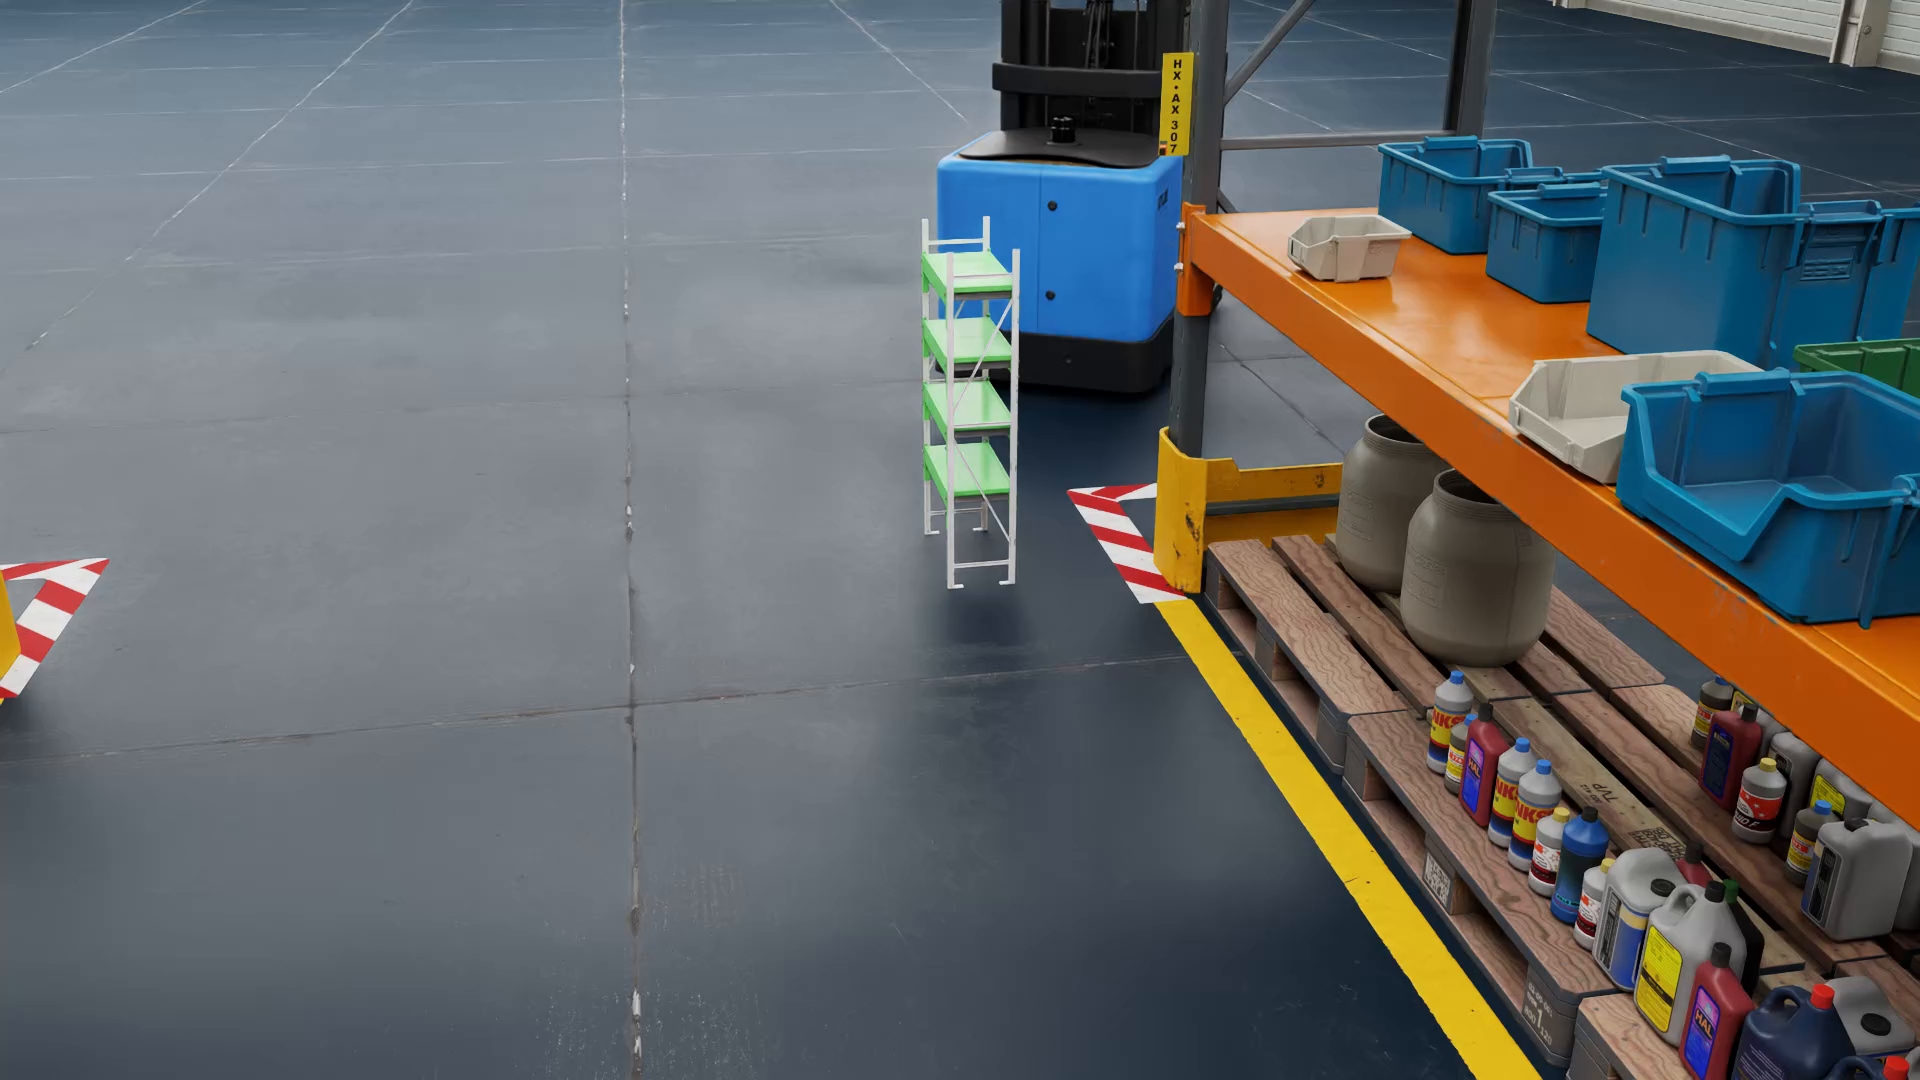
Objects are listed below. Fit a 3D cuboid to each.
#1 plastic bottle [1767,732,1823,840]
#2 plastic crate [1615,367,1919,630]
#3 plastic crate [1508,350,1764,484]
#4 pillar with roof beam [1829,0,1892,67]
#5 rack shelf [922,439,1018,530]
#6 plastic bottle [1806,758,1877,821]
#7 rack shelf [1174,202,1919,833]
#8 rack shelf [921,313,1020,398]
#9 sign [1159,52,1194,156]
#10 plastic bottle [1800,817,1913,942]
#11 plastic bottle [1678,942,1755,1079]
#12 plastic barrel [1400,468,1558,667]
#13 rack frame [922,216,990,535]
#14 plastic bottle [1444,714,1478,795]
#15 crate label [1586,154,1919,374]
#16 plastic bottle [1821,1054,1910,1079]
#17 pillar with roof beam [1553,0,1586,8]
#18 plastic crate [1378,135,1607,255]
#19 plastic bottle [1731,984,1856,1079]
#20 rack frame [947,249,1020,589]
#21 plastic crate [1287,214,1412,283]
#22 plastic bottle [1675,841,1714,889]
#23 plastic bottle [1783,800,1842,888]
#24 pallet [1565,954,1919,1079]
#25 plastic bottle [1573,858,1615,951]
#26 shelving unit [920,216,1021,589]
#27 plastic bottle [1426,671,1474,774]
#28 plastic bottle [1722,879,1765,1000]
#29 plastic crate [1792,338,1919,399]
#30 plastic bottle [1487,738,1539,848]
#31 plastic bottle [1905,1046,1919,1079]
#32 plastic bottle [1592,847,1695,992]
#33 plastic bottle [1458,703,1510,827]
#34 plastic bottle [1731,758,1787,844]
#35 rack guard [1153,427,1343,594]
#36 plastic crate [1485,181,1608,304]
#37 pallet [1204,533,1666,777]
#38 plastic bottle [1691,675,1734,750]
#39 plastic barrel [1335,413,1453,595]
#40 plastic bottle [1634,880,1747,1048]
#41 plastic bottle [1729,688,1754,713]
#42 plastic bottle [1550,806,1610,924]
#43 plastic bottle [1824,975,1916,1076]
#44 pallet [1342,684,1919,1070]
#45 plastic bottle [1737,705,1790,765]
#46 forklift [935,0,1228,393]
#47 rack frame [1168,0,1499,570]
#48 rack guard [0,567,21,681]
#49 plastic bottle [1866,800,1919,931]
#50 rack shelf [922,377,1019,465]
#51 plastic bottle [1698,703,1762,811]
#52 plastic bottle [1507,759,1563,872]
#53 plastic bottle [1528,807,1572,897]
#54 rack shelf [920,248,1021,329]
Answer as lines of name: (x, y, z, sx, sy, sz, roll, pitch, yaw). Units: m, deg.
plastic bottle: (2.056, 0.572, 4.046, 0.152, 0.276, 0.135, -5, 24, -11)
plastic crate: (1.509, -0.094, 2.903, 0.499, 0.251, 0.616, -4, 24, -10)
plastic crate: (1.431, -0.246, 3.395, 0.530, 0.136, 0.437, -4, 24, -10)
pillar with roof beam: (5.506, -8.993, 15.597, 9.100, 9.000, 0.400, -4, 24, -10)
rack shelf: (0.031, -0.206, 5.982, 0.258, 0.148, 0.480, -4, 24, -10)
plastic bottle: (2.091, 0.603, 3.883, 0.144, 0.351, 0.185, -3, 24, -8)
rack shelf: (1.610, -0.204, 3.868, 1.077, 0.370, 4.000, -4, 24, -10)
rack shelf: (0.031, -0.646, 5.790, 0.258, 0.148, 0.480, -4, 24, -10)
sign: (0.699, -1.408, 5.381, 0.100, 0.325, 0.005, -4, 24, -10)
plastic bottle: (1.984, 0.731, 3.682, 0.152, 0.276, 0.135, -4, 24, -10)
plastic bottle: (1.471, 0.928, 3.222, 0.061, 0.283, 0.133, -3, 24, -6)
plastic barrel: (1.530, 0.078, 4.908, 0.421, 0.512, 0.421, 0, 24, 0)
rack frame: (-0.015, -0.581, 6.081, 0.240, 1.200, 0.015, -4, 24, -10)
plastic bottle: (1.289, 0.537, 4.218, 0.097, 0.201, 0.097, 0, 24, 0)
crate label: (1.847, -0.633, 3.906, 0.502, 0.435, 0.616, -4, 24, -10)
plastic bottle: (1.578, 1.033, 2.896, 0.144, 0.351, 0.185, -5, 24, -11)
pillar with roof beam: (4.397, -11.353, 21.001, 9.100, 9.000, 0.400, -4, 24, -10)
plastic crate: (1.627, -1.077, 5.155, 0.499, 0.251, 0.616, -4, 24, -10)
plastic bottle: (1.542, 0.958, 3.069, 0.144, 0.351, 0.185, -6, 24, -12)
rack frame: (0.076, -0.389, 5.641, 0.240, 1.200, 0.015, -4, 24, -10)
plastic crate: (1.090, -0.824, 4.718, 0.298, 0.136, 0.250, -4, 24, -10)
plastic bottle: (1.561, 0.789, 3.539, 0.061, 0.283, 0.133, -4, 24, -10)
plastic bottle: (1.980, 0.697, 3.853, 0.097, 0.201, 0.097, 0, 24, 0)
pallet: (1.897, 1.264, 3.093, 1.003, 0.211, 1.213, -4, 24, -10)
plastic bottle: (1.408, 0.791, 3.638, 0.097, 0.201, 0.097, 0, 24, 0)
shelving unit: (0.031, -0.485, 5.861, 0.258, 1.200, 0.503, -4, 24, -10)
plastic bottle: (1.269, 0.465, 4.298, 0.097, 0.271, 0.097, 0, 24, 0)
plastic bottle: (1.579, 0.844, 3.414, 0.061, 0.283, 0.133, -4, 24, -10)
plastic crate: (2.006, -0.205, 3.236, 0.450, 0.188, 0.662, -4, 24, -10)
plastic bottle: (1.333, 0.599, 3.989, 0.097, 0.271, 0.097, 0, 24, 0)
plastic bottle: (1.719, 1.023, 2.921, 0.144, 0.351, 0.185, -4, 24, -10)
plastic bottle: (1.456, 0.801, 3.522, 0.152, 0.276, 0.135, -4, 24, -9)
plastic bottle: (1.293, 0.550, 4.088, 0.061, 0.283, 0.133, -4, 24, -9)
plastic bottle: (1.937, 0.623, 4.023, 0.097, 0.201, 0.097, 0, 24, 0)
rack guard: (1.301, -0.148, 5.965, 1.175, 0.500, 0.348, -4, 24, -10)
plastic crate: (1.742, -0.822, 4.569, 0.499, 0.251, 0.408, -4, 24, -10)
pallet: (1.446, 0.304, 5.290, 1.003, 0.211, 1.213, -4, 24, -10)
plastic bottle: (2.011, 0.450, 4.418, 0.097, 0.201, 0.097, 0, 24, 0)
plastic barrel: (1.437, -0.119, 5.359, 0.421, 0.512, 0.421, 0, 24, 0)
plastic bottle: (1.483, 0.831, 3.360, 0.144, 0.351, 0.185, -4, 24, -10)
plastic bottle: (2.050, 0.457, 4.299, 0.061, 0.283, 0.133, -4, 24, -8)
plastic bottle: (1.389, 0.718, 3.716, 0.097, 0.271, 0.097, 0, 24, 0)
plastic bottle: (1.683, 0.971, 3.132, 0.152, 0.276, 0.135, -4, 24, -10)
pallet: (1.668, 0.783, 4.194, 1.003, 0.211, 1.213, -4, 24, -10)
plastic bottle: (2.031, 0.517, 4.171, 0.152, 0.276, 0.135, -4, 24, -9)
forklift: (0.817, -2.579, 8.493, 1.130, 2.935, 3.031, 7, 25, 16)
rack frame: (1.240, -1.320, 5.525, 1.000, 3.000, 0.127, -4, 24, -10)
rack guard: (-3.613, 0.222, 5.118, 1.175, 0.500, 0.348, -4, 24, -10)
plastic bottle: (2.125, 0.676, 3.715, 0.144, 0.351, 0.185, -4, 24, -10)
rack shelf: (0.031, -0.426, 5.886, 0.258, 0.148, 0.480, -4, 24, -10)
plastic bottle: (1.926, 0.522, 4.151, 0.061, 0.283, 0.133, -4, 24, -10)
plastic bottle: (1.351, 0.639, 3.899, 0.097, 0.271, 0.097, 0, 24, 0)
plastic bottle: (1.370, 0.710, 3.824, 0.097, 0.201, 0.097, 0, 24, 0)
rack shelf: (0.031, -0.866, 5.694, 0.258, 0.148, 0.480, -4, 24, -10)
